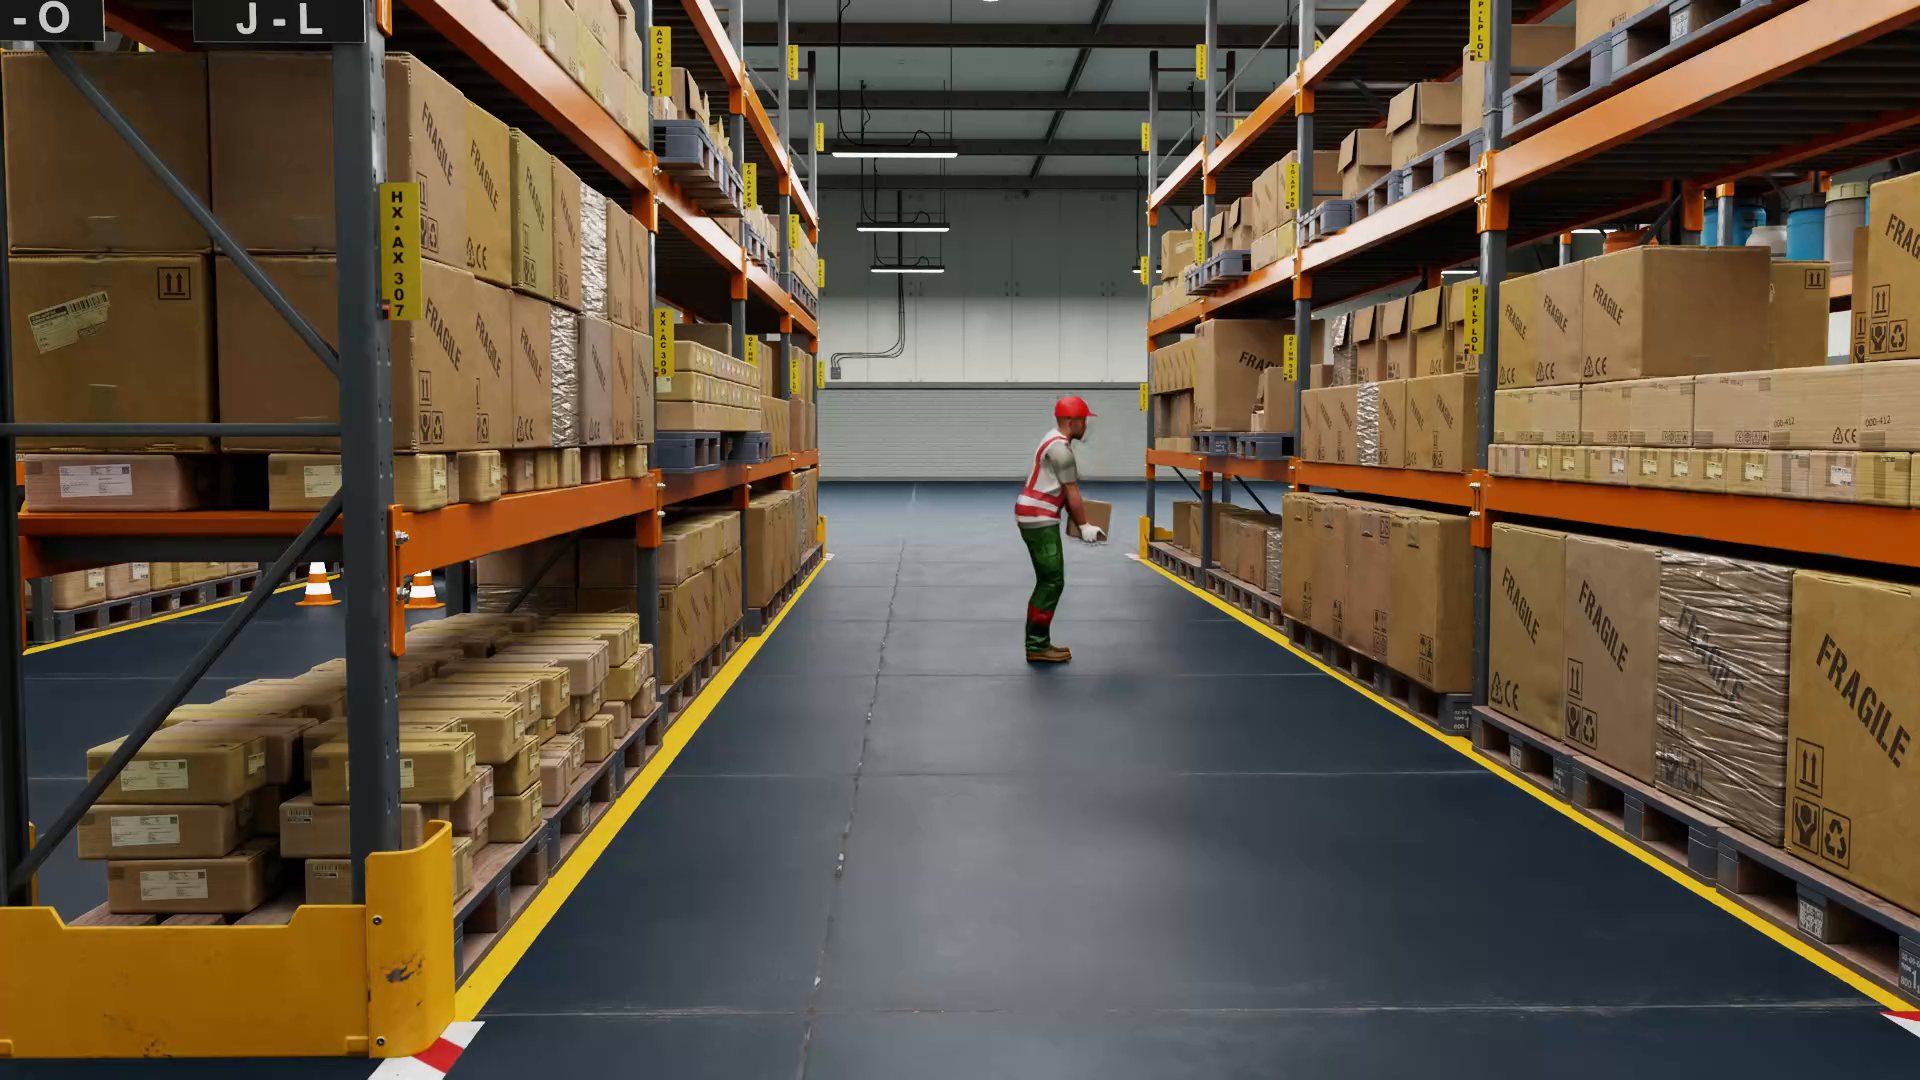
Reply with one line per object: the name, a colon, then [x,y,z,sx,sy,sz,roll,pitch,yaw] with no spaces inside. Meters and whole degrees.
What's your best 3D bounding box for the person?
person: [0.657,-0.080,11.046,0.592,1.745,0.488,0,4,-2]
